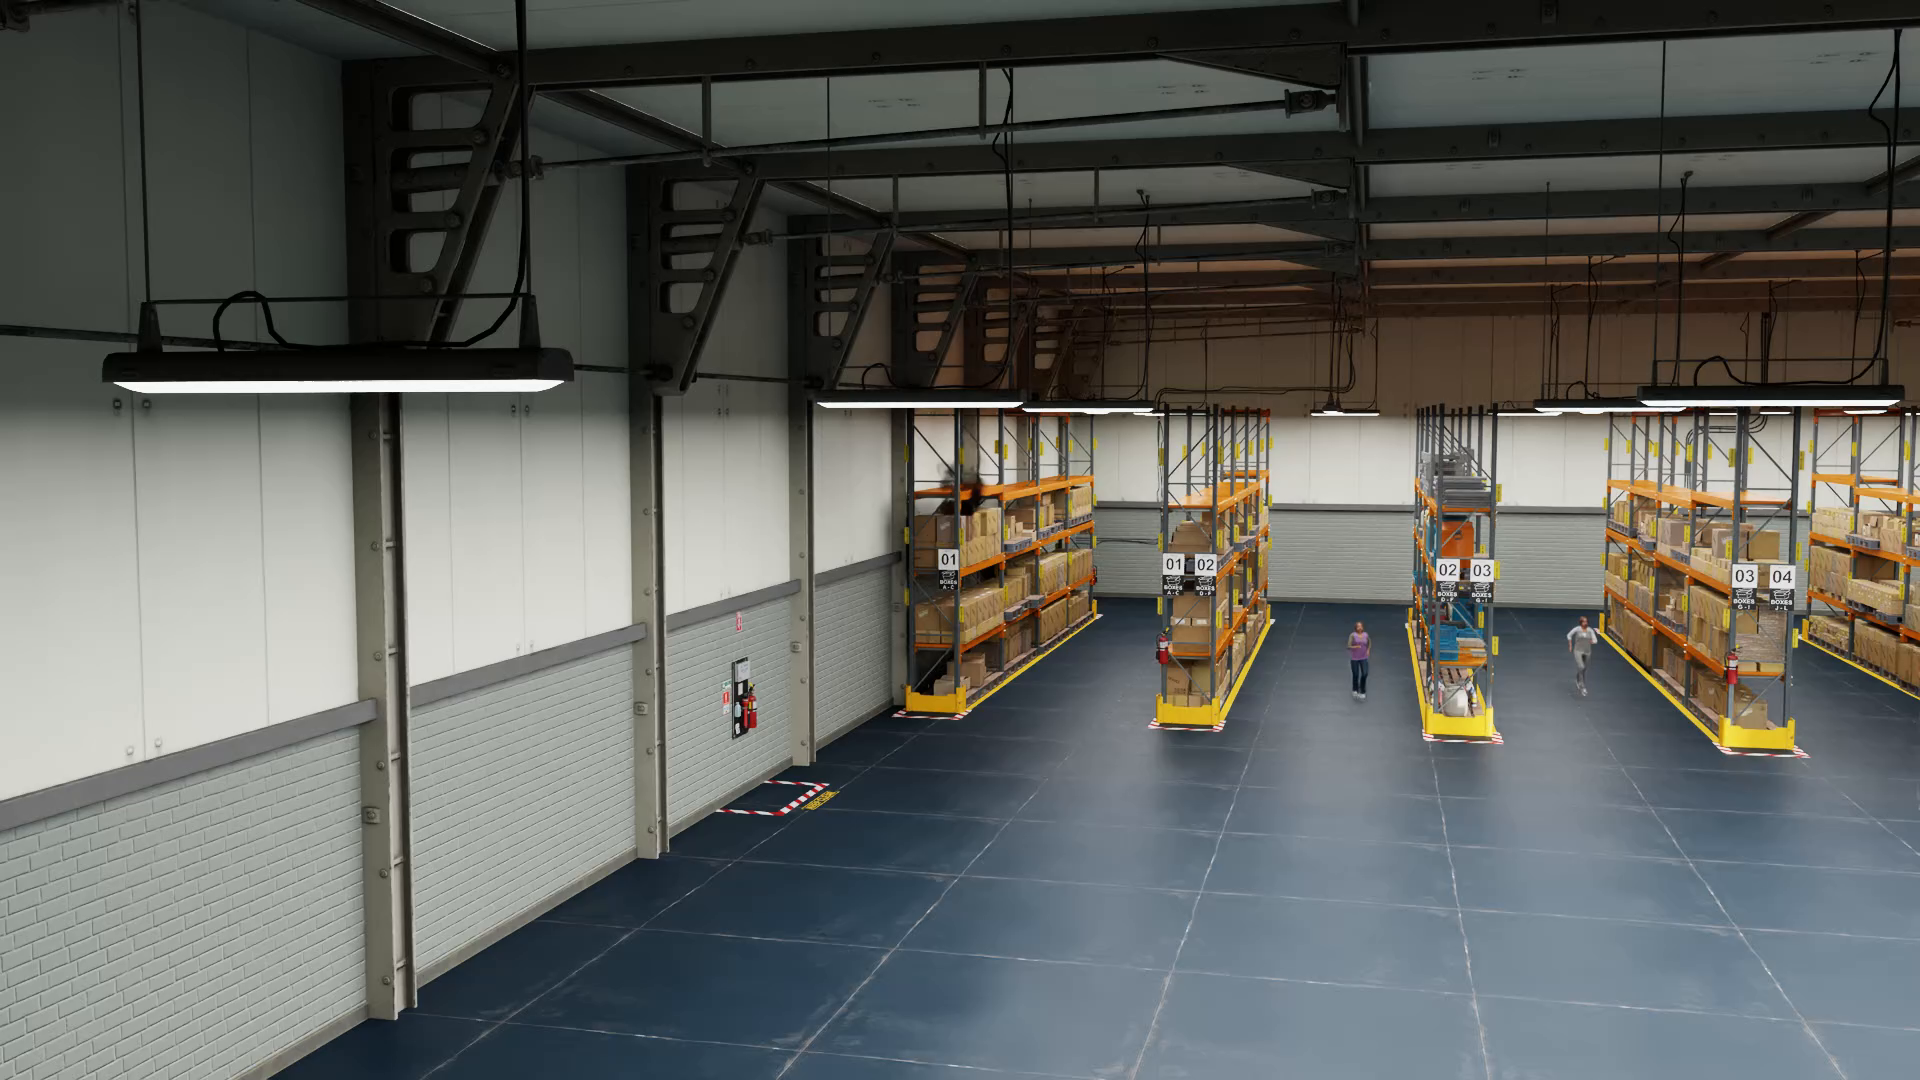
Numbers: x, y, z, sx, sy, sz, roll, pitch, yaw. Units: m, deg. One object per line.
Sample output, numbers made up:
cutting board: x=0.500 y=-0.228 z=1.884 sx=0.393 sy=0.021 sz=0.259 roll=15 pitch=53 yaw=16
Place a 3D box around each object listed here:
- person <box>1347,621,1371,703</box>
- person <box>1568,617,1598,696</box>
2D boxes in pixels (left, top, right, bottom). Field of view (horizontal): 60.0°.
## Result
person: x=8.113 y=2.459 z=33.763 sx=0.518 sy=1.641 sz=0.686 roll=0 pitch=4 yaw=5
person: x=12.954 y=2.380 z=34.569 sx=0.529 sy=1.596 sz=0.885 roll=0 pitch=4 yaw=4
